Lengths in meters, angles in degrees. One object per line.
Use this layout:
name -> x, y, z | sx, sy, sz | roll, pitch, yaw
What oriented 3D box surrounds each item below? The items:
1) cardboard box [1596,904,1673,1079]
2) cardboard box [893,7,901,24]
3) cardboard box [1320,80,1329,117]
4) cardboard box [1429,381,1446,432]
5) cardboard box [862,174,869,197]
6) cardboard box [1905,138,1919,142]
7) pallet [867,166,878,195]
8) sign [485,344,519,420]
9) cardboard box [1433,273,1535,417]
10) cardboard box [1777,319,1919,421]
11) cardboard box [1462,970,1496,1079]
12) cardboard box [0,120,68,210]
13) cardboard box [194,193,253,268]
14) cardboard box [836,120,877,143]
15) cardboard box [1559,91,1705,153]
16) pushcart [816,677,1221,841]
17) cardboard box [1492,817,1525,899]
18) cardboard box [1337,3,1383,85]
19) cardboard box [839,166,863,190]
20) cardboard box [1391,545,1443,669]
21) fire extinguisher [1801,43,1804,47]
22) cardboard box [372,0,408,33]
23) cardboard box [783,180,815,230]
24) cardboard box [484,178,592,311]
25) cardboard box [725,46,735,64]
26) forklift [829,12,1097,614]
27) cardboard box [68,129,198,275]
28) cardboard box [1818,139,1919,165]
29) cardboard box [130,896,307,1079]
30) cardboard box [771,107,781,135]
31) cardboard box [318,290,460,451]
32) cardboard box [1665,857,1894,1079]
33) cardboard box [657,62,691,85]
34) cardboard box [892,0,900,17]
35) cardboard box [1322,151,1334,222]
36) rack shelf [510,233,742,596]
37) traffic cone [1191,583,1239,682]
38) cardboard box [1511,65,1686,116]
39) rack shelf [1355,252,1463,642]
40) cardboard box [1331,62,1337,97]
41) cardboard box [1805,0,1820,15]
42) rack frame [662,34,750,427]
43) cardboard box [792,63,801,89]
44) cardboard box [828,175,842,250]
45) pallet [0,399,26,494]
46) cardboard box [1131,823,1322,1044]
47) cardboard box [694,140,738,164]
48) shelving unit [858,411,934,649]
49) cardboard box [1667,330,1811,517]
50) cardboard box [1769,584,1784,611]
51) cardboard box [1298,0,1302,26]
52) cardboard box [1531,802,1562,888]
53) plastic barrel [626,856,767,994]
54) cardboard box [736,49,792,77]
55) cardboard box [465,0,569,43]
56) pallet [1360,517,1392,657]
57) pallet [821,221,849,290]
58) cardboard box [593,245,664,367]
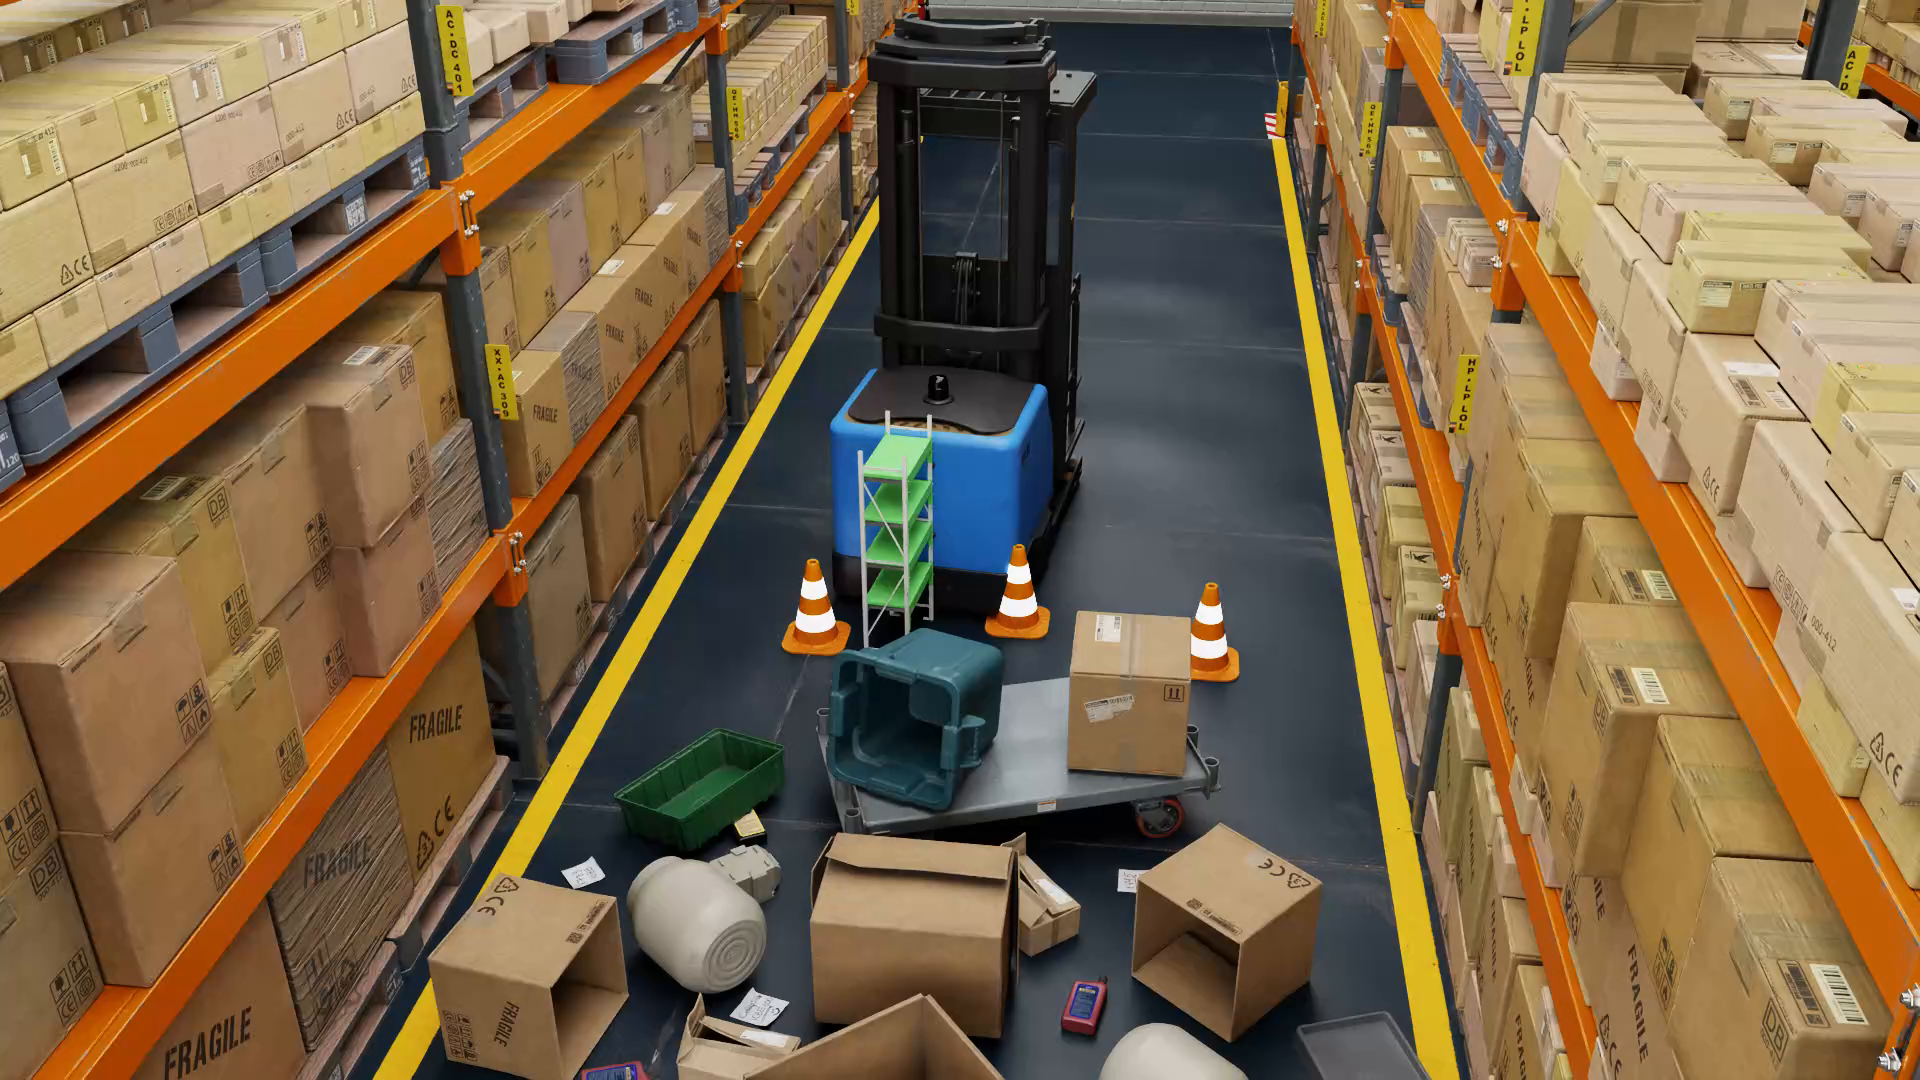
cardboard box -> 1.873, 1.183, 3.973 | 0.500, 0.500, 0.500 | 3, 29, 6
cardboard box -> -0.801, -5.271, 16.636 | 0.380, 0.149, 0.250 | 4, 29, 8
cardboard box -> 3.169, -3.526, 13.290 | 0.500, 0.250, 0.500 | 3, 28, 5
cardboard box -> 2.339, -0.597, 7.518 | 0.380, 0.149, 0.250 | 3, 28, 5
cardboard box -> -1.044, -3.232, 15.149 | 0.380, 0.149, 0.250 | 4, 29, 8
cardboard box -> 8.462, -3.293, 14.893 | 0.700, 0.500, 0.500 | 2, 28, 4
pallet -> -1.246, -3.690, 16.377 | 1.003, 0.211, 1.213 | 3, 28, 6
sign -> -1.870, -0.643, 6.784 | 0.100, 0.325, 0.005 | 3, 28, 6
cardboard box -> 2.393, -0.842, 7.289 | 0.500, 0.500, 0.500 | 4, 29, 6
cardboard box -> 1.965, -0.344, 3.488 | 0.380, 0.149, 0.250 | 3, 28, 6
cardboard box -> 2.048, 1.771, 5.756 | 0.500, 0.250, 0.500 | 3, 28, 6
cardboard box -> -2.397, -0.902, 3.975 | 0.380, 0.149, 0.250 | 3, 28, 6
cardboard box -> -2.302, -0.907, 4.825 | 0.380, 0.149, 0.250 | 3, 28, 6
cardboard box -> -0.996, -3.853, 15.675 | 0.380, 0.149, 0.250 | 4, 29, 7
cardboard box -> 2.139, -1.326, 5.310 | 0.380, 0.149, 0.250 | 4, 29, 8
pushcart -> 0.236, 1.027, 7.445 | 1.648, 0.377, 0.936 | -6, 29, -11
cardboard box -> 1.998, 1.078, 5.568 | 0.380, 0.149, 0.250 | 5, 29, 9
cardboard box -> 3.047, -3.601, 12.111 | 0.500, 0.500, 0.500 | 3, 28, 5
cardboard box -> -1.078, -3.237, 14.845 | 0.380, 0.149, 0.250 | 5, 29, 9
cardboard box -> 2.651, 0.368, 8.232 | 0.950, 0.372, 0.625 | 5, 29, 9
fire extinguisher -> 8.461, -5.278, 16.859 | 0.296, 0.674, 0.183 | 3, 28, 6
cardboard box -> -2.149, -1.857, 5.748 | 0.380, 0.149, 0.250 | 3, 28, 6
cardboard box -> -1.408, -2.582, 12.783 | 0.500, 0.250, 0.500 | 2, 28, 4
cardboard box -> -2.242, -1.457, 8.131 | 0.700, 0.500, 0.500 | 4, 29, 7
cardboard box -> -2.006, -3.827, 13.199 | 0.380, 0.149, 0.250 | 4, 29, 7
forklift -> 0.146, -1.578, 9.589 | 1.130, 2.935, 3.031 | 6, 29, 12
cardboard box -> -2.412, -0.915, 4.419 | 0.500, 0.250, 0.500 | 3, 28, 6
cardboard box -> 2.704, -1.043, 4.785 | 0.380, 0.149, 0.250 | 4, 29, 8
cardboard box -> -2.787, 1.638, 5.345 | 0.875, 0.875, 0.875 | 3, 28, 5
cardboard box -> -1.515, -3.038, 12.049 | 0.380, 0.149, 0.250 | 4, 29, 7
cardboard box -> -2.500, -0.628, 6.456 | 0.875, 0.550, 0.550 | 3, 28, 6
cardboard box -> 1.860, 0.996, 3.264 | 0.700, 0.500, 0.500 | 3, 28, 5
cardboard box -> -2.165, -3.343, 11.988 | 0.380, 0.149, 0.250 | 5, 29, 9
cardboard box -> -0.871, -5.374, 16.143 | 0.500, 0.500, 0.500 | 3, 29, 6
cardboard box -> 3.668, -3.130, 14.656 | 0.875, 0.438, 0.875 | 3, 28, 5
rack shelf -> -2.176, -0.883, 8.985 | 1.077, 0.370, 4.000 | 3, 28, 6
traffic cone -> 1.267, 0.434, 8.457 | 0.336, 0.463, 0.334 | 3, 28, 6
cardboard box -> 2.432, -1.741, 6.371 | 0.500, 0.250, 0.500 | 3, 28, 5
rack shelf -> 2.750, -0.643, 8.539 | 1.077, 0.370, 4.000 | 3, 28, 6
cardboard box -> 3.115, -3.500, 12.715 | 0.500, 0.250, 0.500 | 4, 29, 7
cardboard box -> 8.579, -5.247, 16.171 | 0.500, 0.250, 0.500 | 4, 29, 6
rack frame -> -1.931, -2.141, 10.562 | 1.000, 3.000, 0.127 | 3, 28, 6
cardboard box -> -1.420, -3.538, 12.664 | 0.380, 0.149, 0.250 | 2, 28, 4
cardboard box -> -1.281, -2.745, 13.876 | 0.500, 0.500, 0.500 | 3, 28, 5
pallet -> -2.830, -0.007, 3.531 | 1.003, 0.211, 1.213 | 3, 28, 6
cardboard box -> 1.023, 1.507, 6.424 | 0.500, 0.500, 0.500 | -24, 36, -37
cardboard box -> -1.672, -2.562, 10.851 | 0.380, 0.149, 0.250 | 5, 29, 8
shelving unit -> -0.317, 0.001, 8.482 | 0.258, 1.200, 0.503 | 6, 29, 12
cardboard box -> 1.931, -0.258, 3.749 | 0.500, 0.250, 0.500 | 4, 29, 8
cardboard box -> 1.942, 0.113, 3.480 | 0.380, 0.149, 0.250 | 4, 29, 7
cardboard box -> 3.597, -5.262, 16.249 | 0.500, 0.500, 0.500 | 3, 28, 5
cardboard box -> 1.978, 0.944, 5.100 | 0.380, 0.149, 0.250 | 3, 28, 6
plastic barrel -> -1.037, 1.499, 6.521 | 0.421, 0.421, 0.512 | -24, 36, -37
cardboard box -> -1.456, -3.546, 12.365 | 0.380, 0.149, 0.250 | 2, 28, 4
cardboard box -> -1.991, -2.342, 7.488 | 0.380, 0.149, 0.250 | 3, 28, 6
pallet -> 2.745, 0.267, 9.032 | 1.003, 0.211, 1.213 | 3, 28, 6
pallet -> -1.534, -2.430, 14.037 | 1.003, 0.211, 1.213 | 3, 28, 6
cardboard box -> -1.902, -1.246, 8.795 | 0.500, 0.500, 0.500 | 4, 29, 7
